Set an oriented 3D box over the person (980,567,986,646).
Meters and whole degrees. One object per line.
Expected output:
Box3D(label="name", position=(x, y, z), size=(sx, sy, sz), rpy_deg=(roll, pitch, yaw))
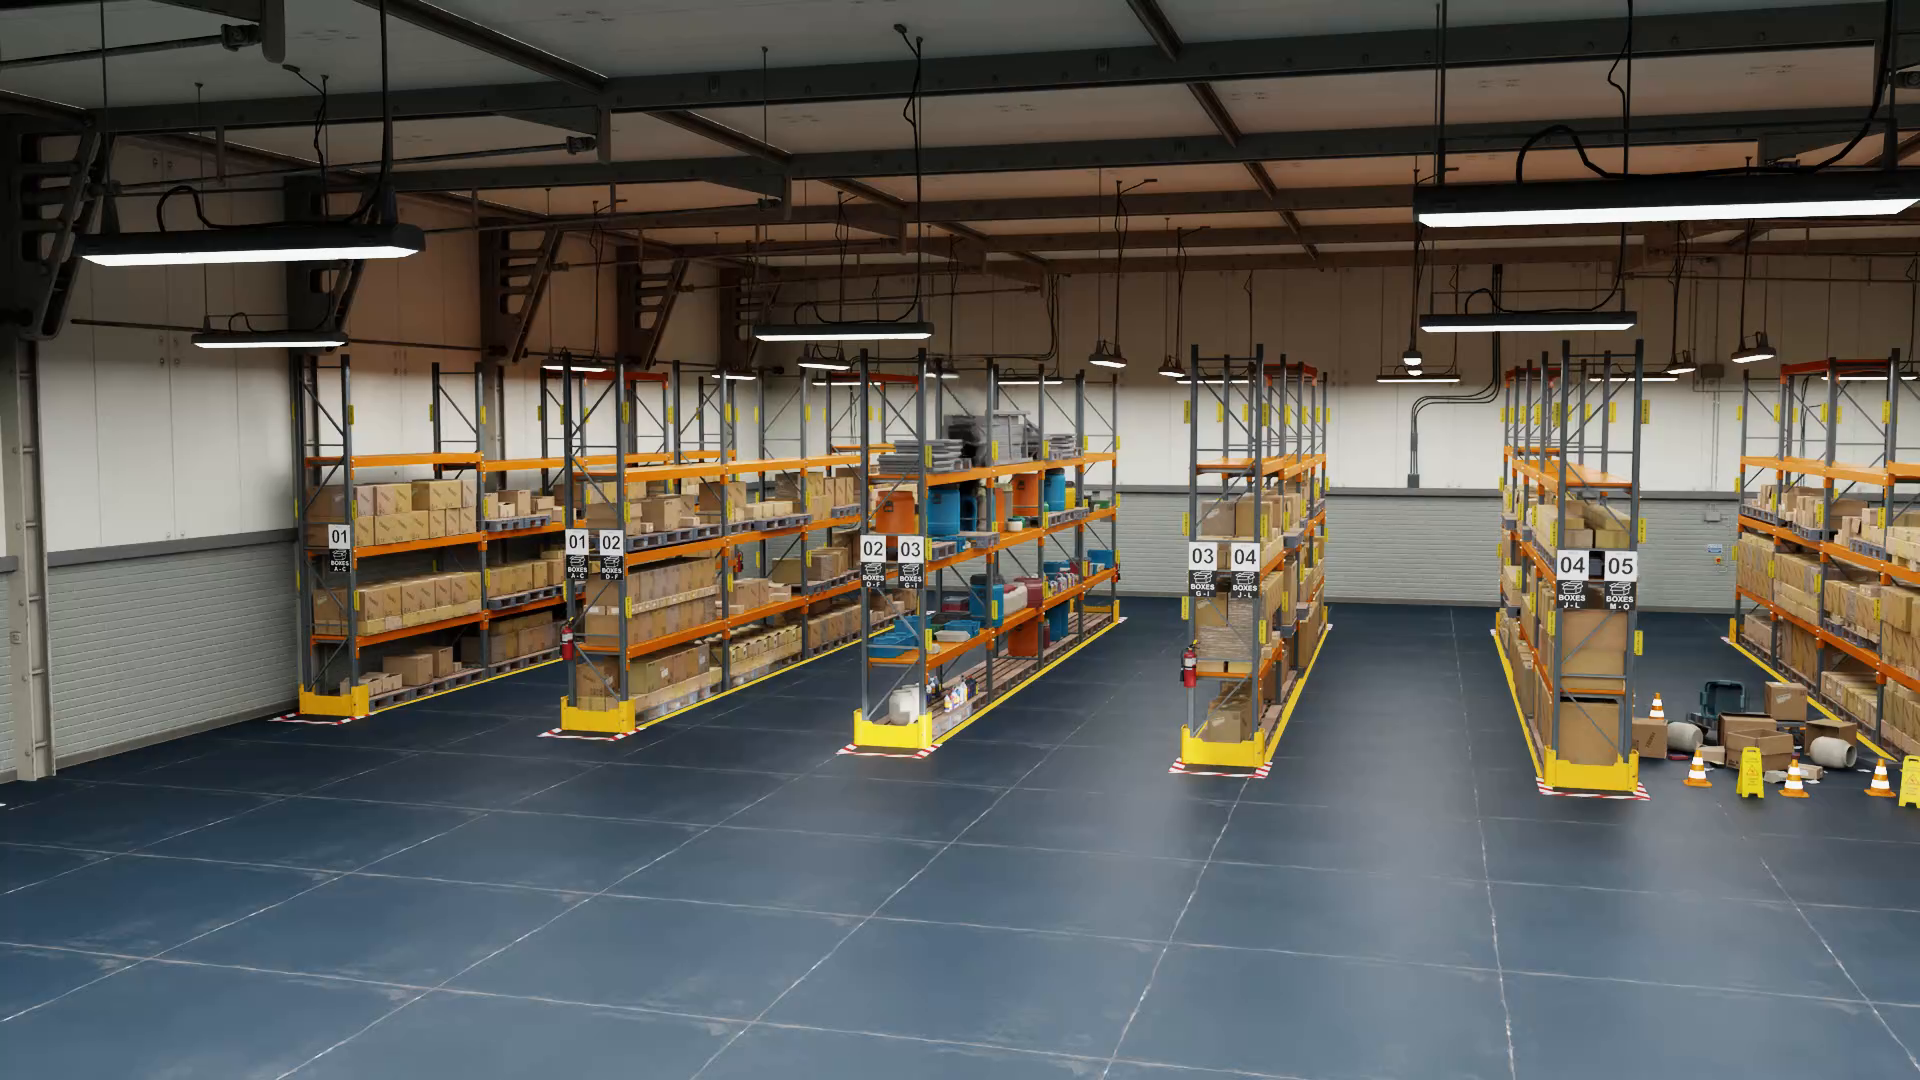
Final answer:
Box3D(label="person", position=(0.577, 1.477, 36.401), size=(0.677, 1.624, 0.905), rpy_deg=(1, 4, 14))
